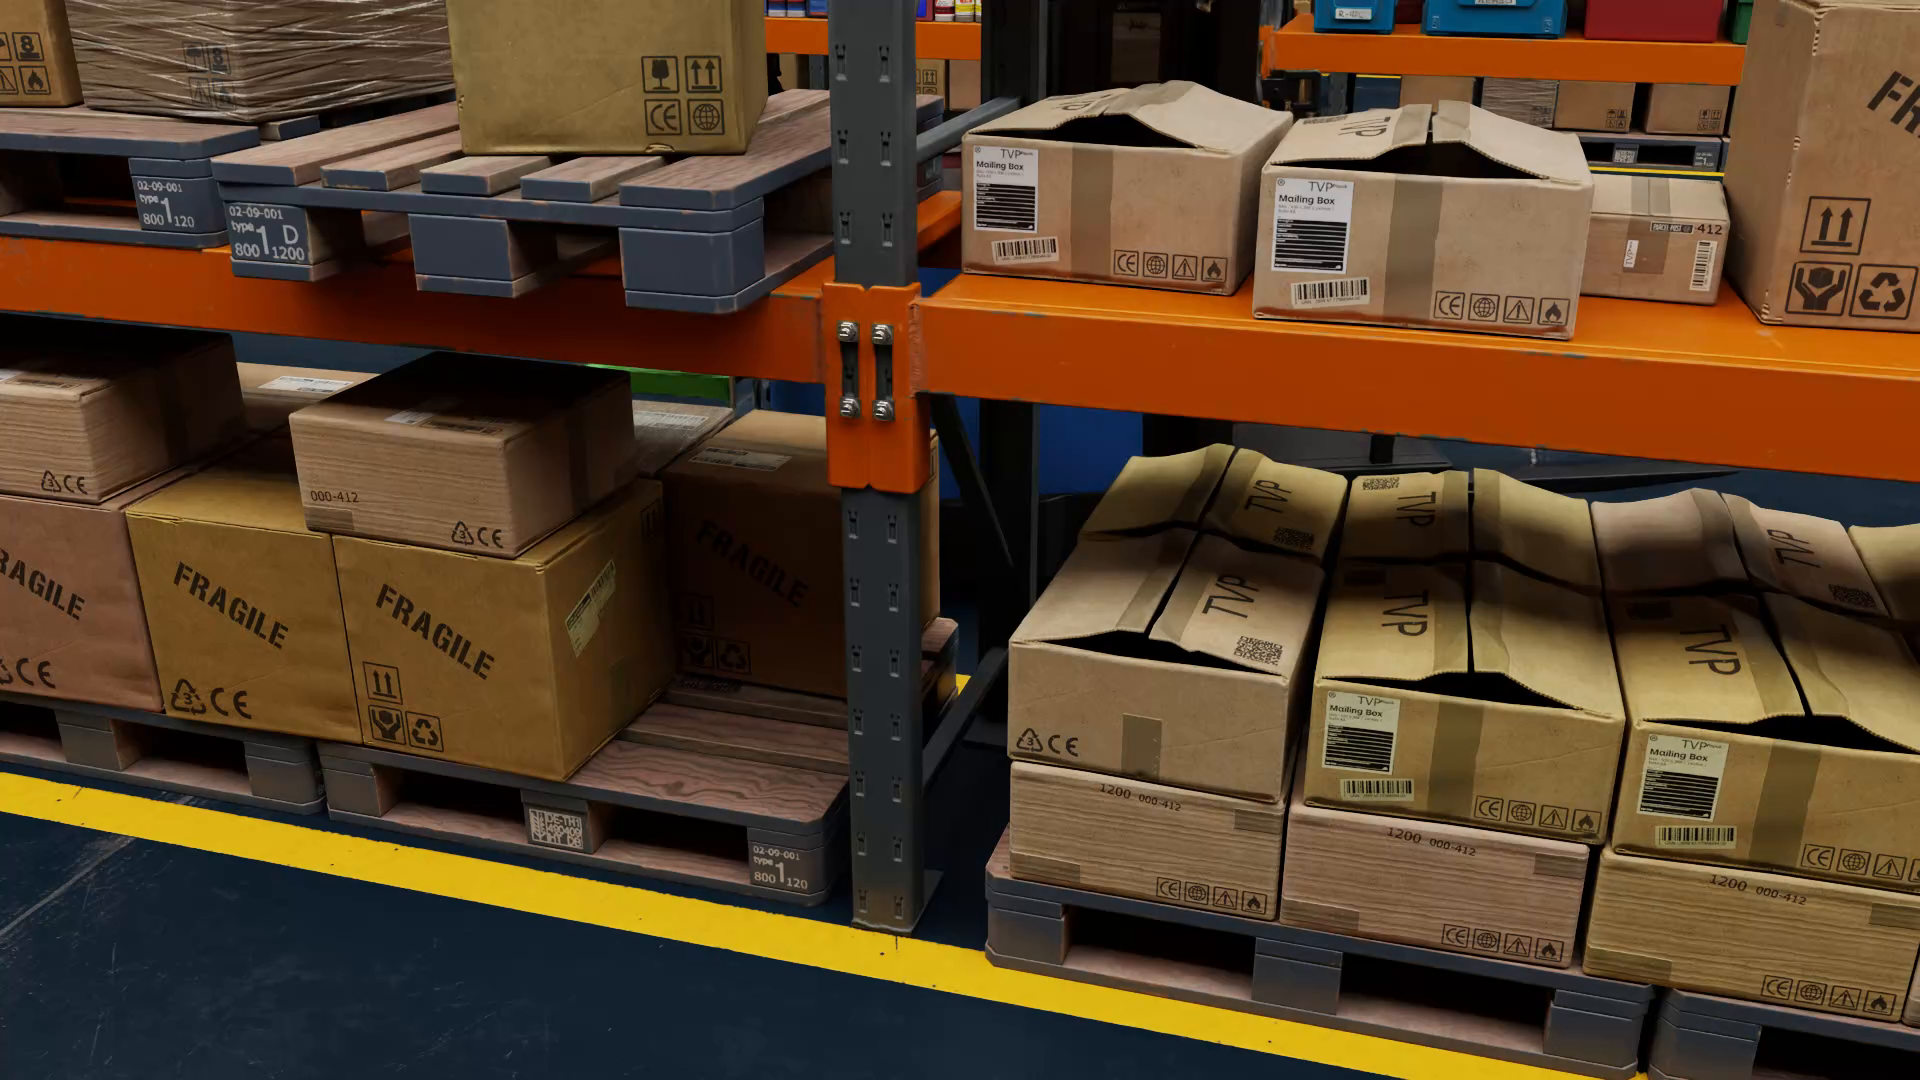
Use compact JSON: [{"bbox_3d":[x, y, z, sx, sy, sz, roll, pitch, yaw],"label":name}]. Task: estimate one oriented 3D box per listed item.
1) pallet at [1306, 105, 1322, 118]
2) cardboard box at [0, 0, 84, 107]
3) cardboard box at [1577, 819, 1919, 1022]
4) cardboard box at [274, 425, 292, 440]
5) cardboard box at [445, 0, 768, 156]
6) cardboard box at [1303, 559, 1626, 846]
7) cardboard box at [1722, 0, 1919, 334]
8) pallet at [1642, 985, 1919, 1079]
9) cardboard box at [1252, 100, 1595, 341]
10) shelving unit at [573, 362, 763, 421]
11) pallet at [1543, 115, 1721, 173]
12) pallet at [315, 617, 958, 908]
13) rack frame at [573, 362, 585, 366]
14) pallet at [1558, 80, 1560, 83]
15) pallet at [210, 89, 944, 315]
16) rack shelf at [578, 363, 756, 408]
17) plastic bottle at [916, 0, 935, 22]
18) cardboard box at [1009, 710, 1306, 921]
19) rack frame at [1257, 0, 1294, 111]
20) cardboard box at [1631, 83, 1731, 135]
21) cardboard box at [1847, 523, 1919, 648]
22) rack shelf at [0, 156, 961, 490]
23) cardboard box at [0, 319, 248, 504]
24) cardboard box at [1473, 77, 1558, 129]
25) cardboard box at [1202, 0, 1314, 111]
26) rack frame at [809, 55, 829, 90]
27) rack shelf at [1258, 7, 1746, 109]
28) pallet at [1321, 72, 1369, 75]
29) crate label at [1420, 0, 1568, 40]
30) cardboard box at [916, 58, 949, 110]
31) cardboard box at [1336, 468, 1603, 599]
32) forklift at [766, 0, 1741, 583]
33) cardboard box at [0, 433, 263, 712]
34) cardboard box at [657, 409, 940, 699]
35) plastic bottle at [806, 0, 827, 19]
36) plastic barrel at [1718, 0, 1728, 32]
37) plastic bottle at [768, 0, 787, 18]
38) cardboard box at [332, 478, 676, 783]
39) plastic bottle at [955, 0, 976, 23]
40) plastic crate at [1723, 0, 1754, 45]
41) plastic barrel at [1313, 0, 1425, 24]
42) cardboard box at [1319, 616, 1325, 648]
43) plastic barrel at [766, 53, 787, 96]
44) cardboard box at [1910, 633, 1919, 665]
[{"bbox_3d":[2.118,-3.202,12.797,1.213,0.211,1.003,7,23,16],"label":"pallet"},{"bbox_3d":[-2.134,-1.287,3.770,0.500,0.500,0.700,1,22,2],"label":"cardboard box"},{"bbox_3d":[1.383,0.572,2.992,0.500,0.250,0.500,6,23,14],"label":"cardboard box"},{"bbox_3d":[-1.349,-0.092,4.256,0.500,0.500,0.500,6,23,15],"label":"cardboard box"},{"bbox_3d":[-0.650,-1.048,3.187,0.500,0.500,0.700,-1,22,-2],"label":"cardboard box"},{"bbox_3d":[0.908,0.258,3.020,0.500,0.311,0.500,6,23,14],"label":"cardboard box"},{"bbox_3d":[1.597,-0.647,2.764,0.500,0.500,0.500,5,23,13],"label":"cardboard box"},{"bbox_3d":[1.927,0.750,3.164,1.213,0.211,1.003,7,23,16],"label":"pallet"},{"bbox_3d":[0.786,-0.570,2.824,0.500,0.311,0.500,6,23,15],"label":"cardboard box"},{"bbox_3d":[-0.876,-0.533,4.989,0.503,1.200,0.258,5,23,12],"label":"shelving unit"},{"bbox_3d":[4.763,-2.867,11.982,1.213,0.211,1.003,7,23,16],"label":"pallet"},{"bbox_3d":[-0.718,0.415,3.979,1.213,0.211,1.003,7,23,16],"label":"pallet"},{"bbox_3d":[-1.114,-0.555,5.041,0.015,1.200,0.240,5,23,12],"label":"rack frame"},{"bbox_3d":[6.278,-4.631,16.281,1.213,0.211,1.003,7,23,16],"label":"pallet"},{"bbox_3d":[-0.683,-0.739,3.373,1.003,0.211,1.213,7,23,16],"label":"pallet"},{"bbox_3d":[-0.876,-0.474,5.013,0.480,0.148,0.258,5,23,12],"label":"rack shelf"},{"bbox_3d":[-0.184,-2.539,7.661,0.133,0.283,0.061,7,23,16],"label":"plastic bottle"},{"bbox_3d":[0.402,0.463,3.259,0.500,0.250,0.500,6,23,15],"label":"cardboard box"},{"bbox_3d":[1.420,-2.579,7.604,0.127,3.000,1.000,7,23,16],"label":"rack frame"},{"bbox_3d":[5.112,-3.182,11.789,0.500,0.500,0.700,5,23,11],"label":"cardboard box"},{"bbox_3d":[2.020,0.174,3.225,0.500,0.311,0.500,7,23,17],"label":"cardboard box"},{"bbox_3d":[-1.929,-0.666,3.888,4.000,0.370,1.077,7,23,16],"label":"rack shelf"},{"bbox_3d":[-2.013,-0.306,3.789,0.500,0.250,0.500,6,23,14],"label":"cardboard box"},{"bbox_3d":[4.033,-3.303,12.083,0.500,0.500,0.700,5,23,11],"label":"cardboard box"},{"bbox_3d":[2.196,-3.673,12.517,0.875,0.875,1.225,5,23,13],"label":"cardboard box"},{"bbox_3d":[-0.978,-4.817,13.060,0.127,3.000,1.000,7,23,16],"label":"rack frame"},{"bbox_3d":[3.335,-2.026,7.206,4.000,0.370,1.077,7,23,16],"label":"rack shelf"},{"bbox_3d":[3.633,-4.965,17.096,1.213,0.211,1.003,7,23,16],"label":"pallet"},{"bbox_3d":[2.293,-2.388,7.092,0.616,0.435,0.502,7,23,16],"label":"crate label"},{"bbox_3d":[-0.360,-3.965,13.230,0.875,0.875,1.225,7,23,16],"label":"cardboard box"},{"bbox_3d":[1.058,0.062,3.498,0.500,0.311,0.500,6,23,15],"label":"cardboard box"},{"bbox_3d":[0.911,-1.425,4.882,3.031,2.935,1.130,-3,22,-6],"label":"forklift"},{"bbox_3d":[-1.977,0.044,3.923,0.500,0.500,0.500,6,23,14],"label":"cardboard box"},{"bbox_3d":[-0.367,0.020,3.983,0.500,0.500,0.500,8,23,18],"label":"cardboard box"},{"bbox_3d":[-0.629,-2.638,7.813,0.185,0.351,0.144,7,23,16],"label":"plastic bottle"},{"bbox_3d":[3.281,-2.515,7.270,0.433,0.535,0.433,0,22,0],"label":"plastic barrel"},{"bbox_3d":[-0.864,-2.619,7.871,0.097,0.271,0.097,0,22,0],"label":"plastic bottle"},{"bbox_3d":[-0.977,0.156,3.650,0.500,0.500,0.500,7,23,18],"label":"cardboard box"},{"bbox_3d":[0.024,-2.485,7.636,0.097,0.201,0.097,0,22,0],"label":"plastic bottle"},{"bbox_3d":[3.501,-2.130,6.790,0.662,0.188,0.450,7,23,16],"label":"plastic crate"},{"bbox_3d":[1.952,-2.701,7.722,0.708,0.536,0.600,7,23,16],"label":"plastic barrel"},{"bbox_3d":[0.560,0.268,3.735,0.500,0.250,0.500,7,23,17],"label":"cardboard box"},{"bbox_3d":[-1.215,-2.097,8.641,0.708,0.901,0.600,7,23,16],"label":"plastic barrel"},{"bbox_3d":[1.888,0.371,2.745,0.500,0.311,0.500,6,23,15],"label":"cardboard box"}]
